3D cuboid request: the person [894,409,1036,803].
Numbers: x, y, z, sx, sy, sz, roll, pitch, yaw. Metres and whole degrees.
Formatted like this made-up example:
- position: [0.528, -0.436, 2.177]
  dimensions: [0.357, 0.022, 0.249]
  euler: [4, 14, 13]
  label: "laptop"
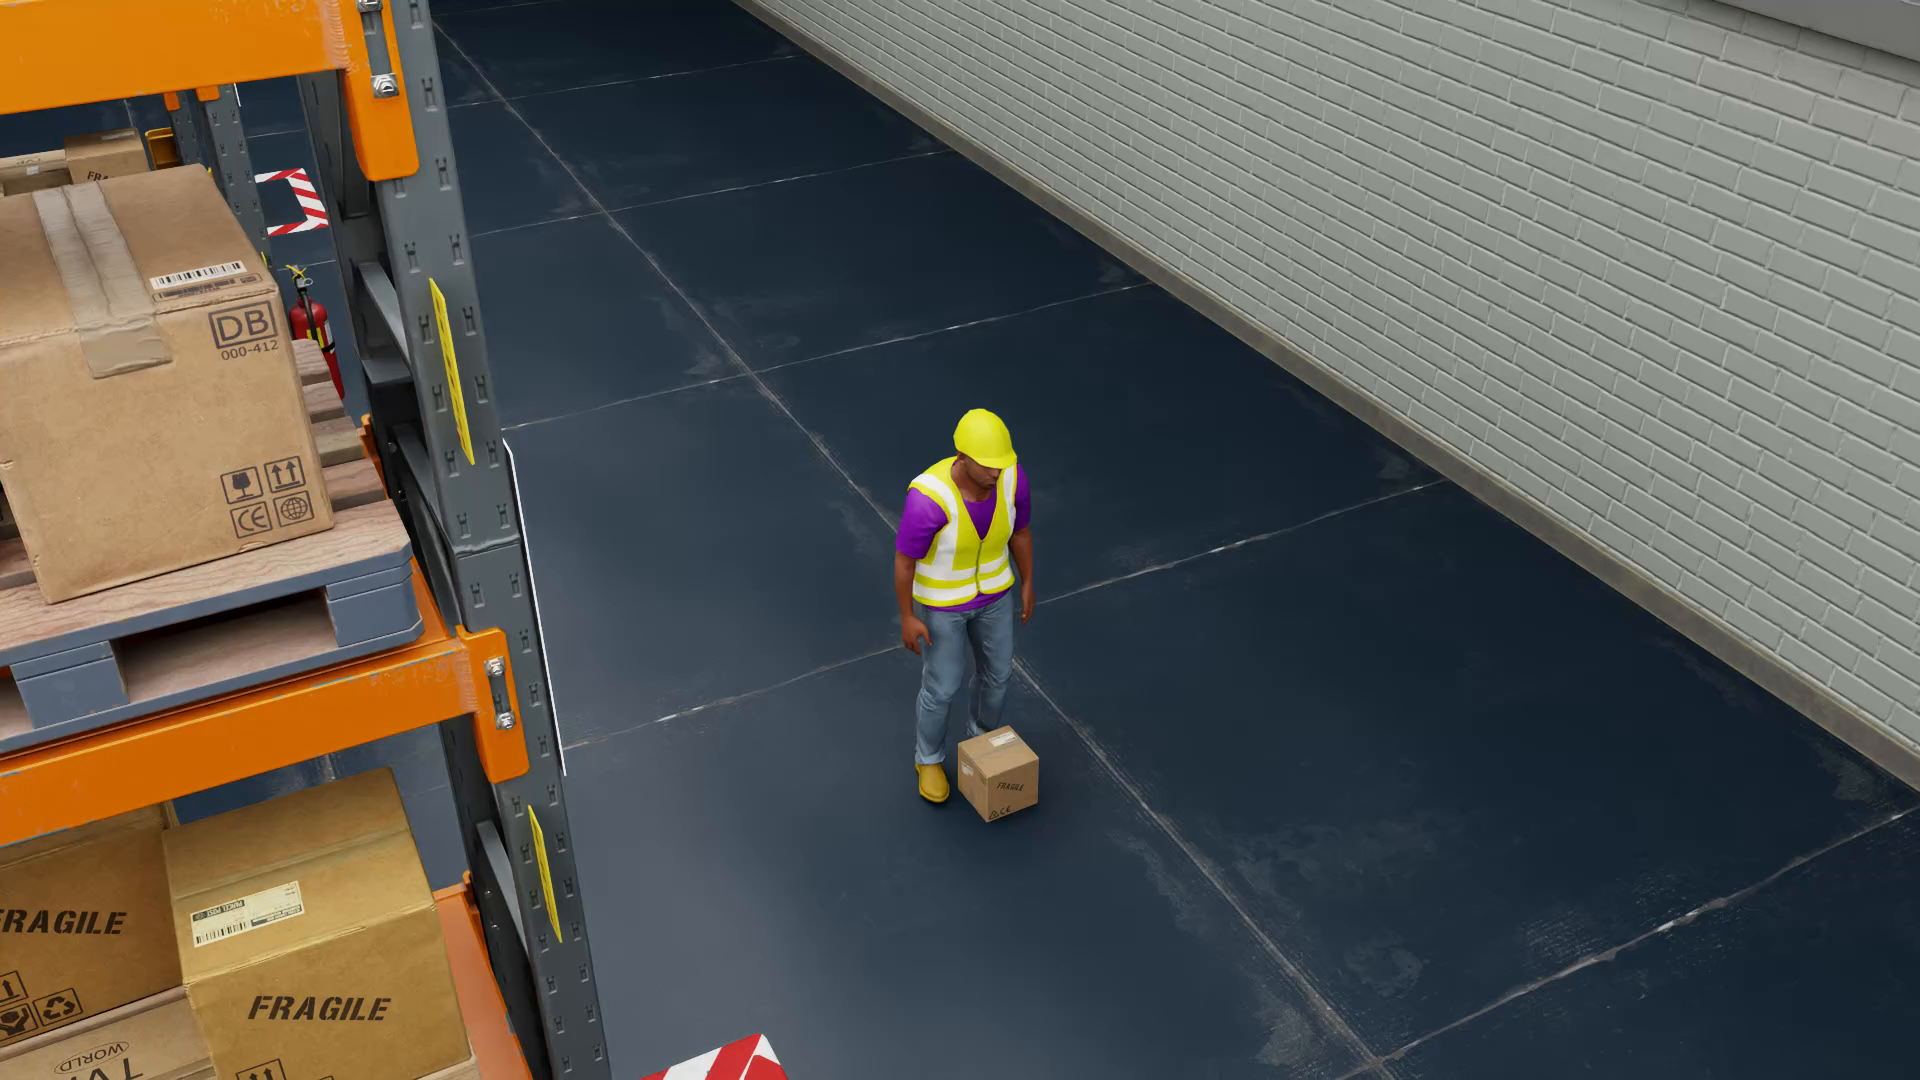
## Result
- position: [0.035, 0.241, 6.749]
  dimensions: [0.625, 1.760, 0.459]
  euler: [-17, 36, -24]
  label: "person"
